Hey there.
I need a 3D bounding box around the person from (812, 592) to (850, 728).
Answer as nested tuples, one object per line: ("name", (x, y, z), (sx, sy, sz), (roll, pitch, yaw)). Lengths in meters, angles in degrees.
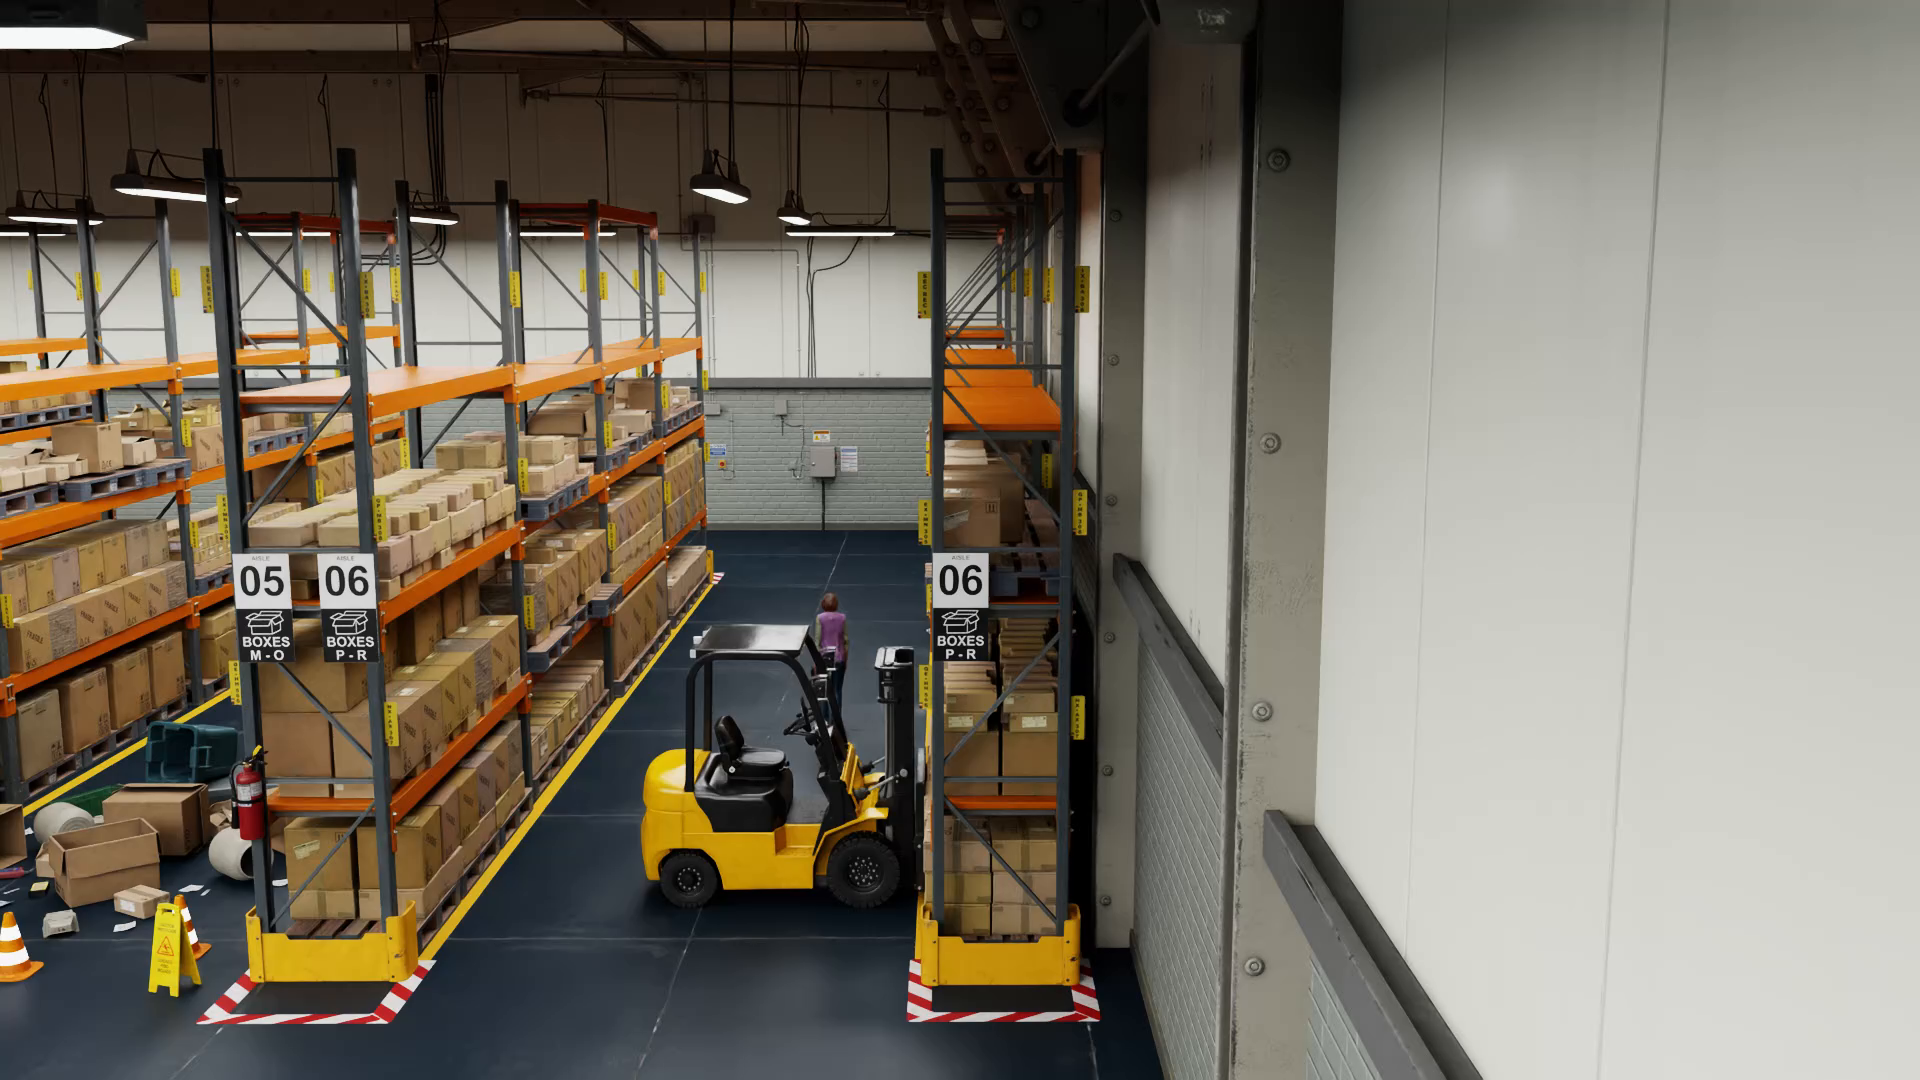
("person", (-1.458, 1.405, 18.819), (0.456, 1.615, 0.629), (-3, 9, -15))
